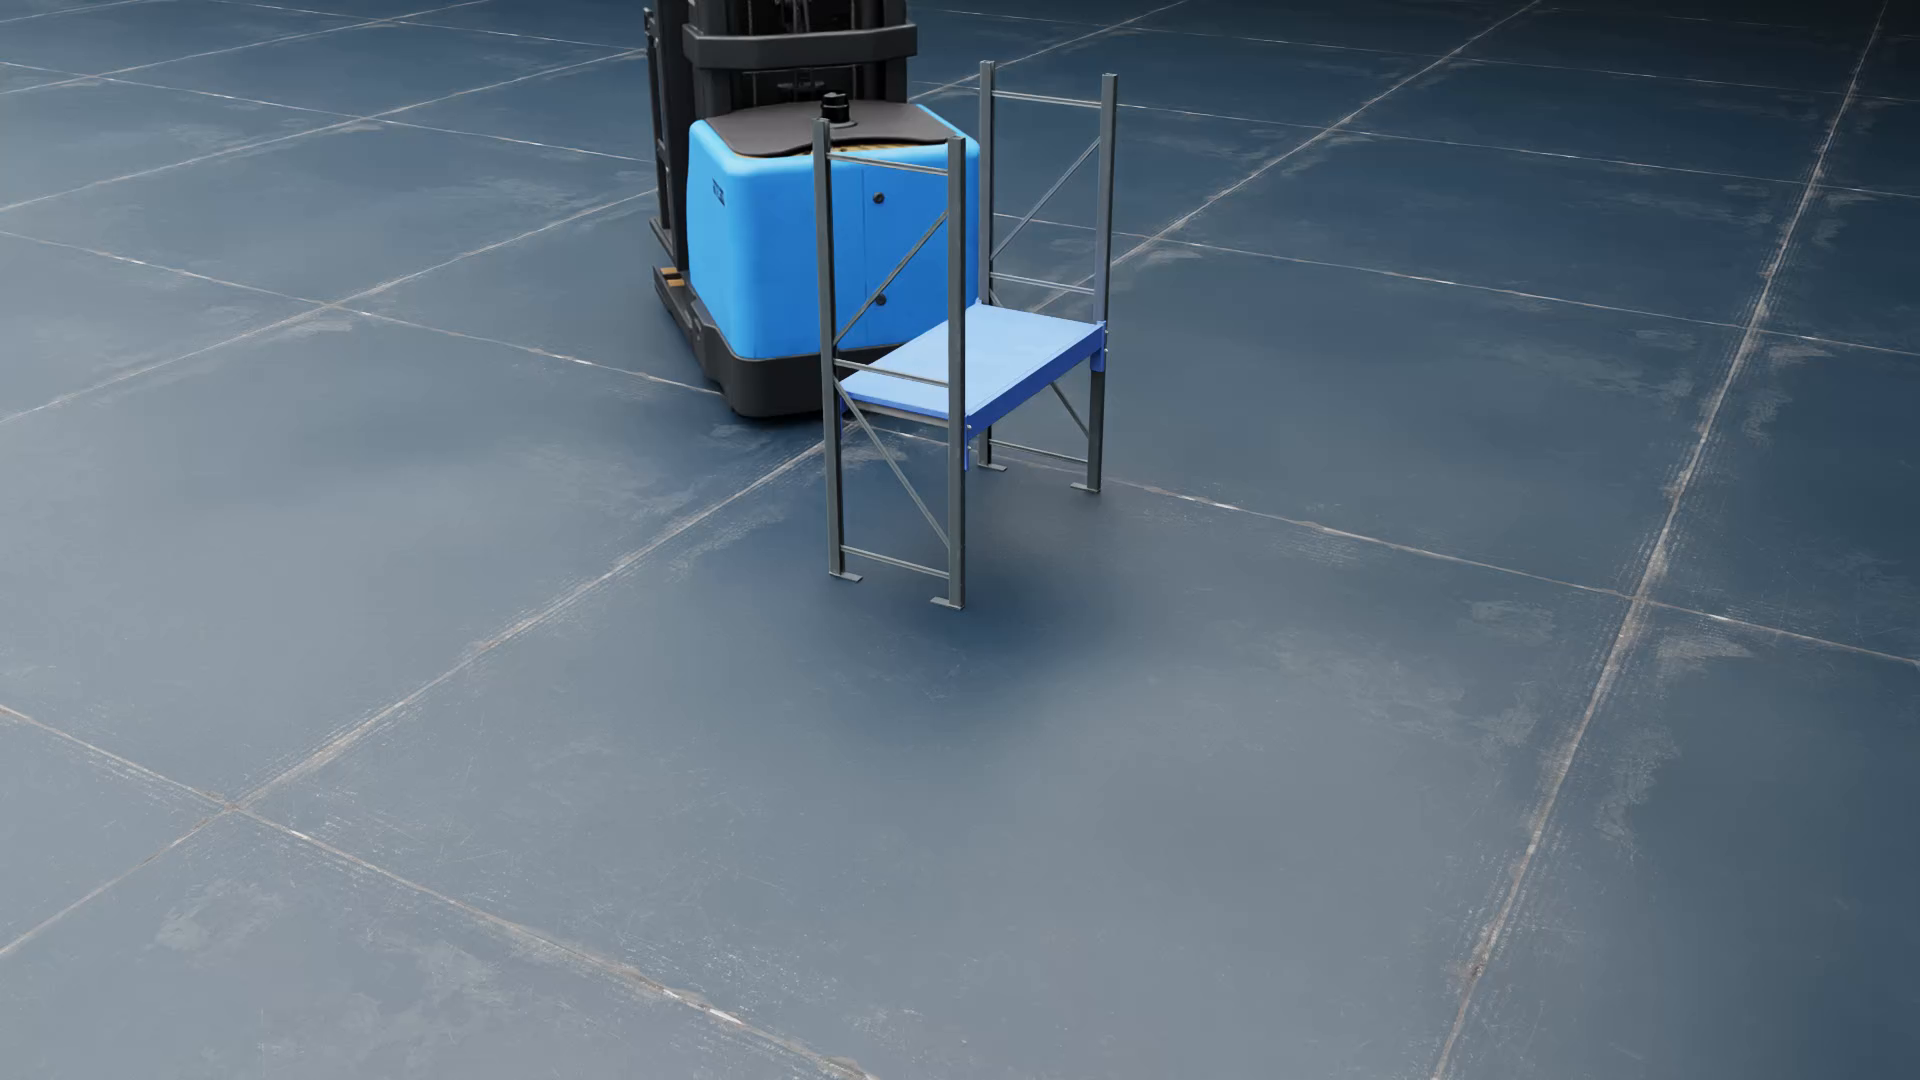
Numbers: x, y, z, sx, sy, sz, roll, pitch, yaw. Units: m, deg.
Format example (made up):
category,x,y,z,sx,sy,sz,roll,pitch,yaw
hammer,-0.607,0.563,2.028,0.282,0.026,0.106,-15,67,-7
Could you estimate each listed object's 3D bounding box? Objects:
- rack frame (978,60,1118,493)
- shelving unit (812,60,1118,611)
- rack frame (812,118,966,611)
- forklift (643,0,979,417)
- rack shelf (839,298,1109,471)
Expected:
category,x,y,z,sx,sy,sz,roll,pitch,yaw
rack frame,0.292,-0.902,5.876,0.500,1.500,0.032,14,30,26
shelving unit,0.042,-0.704,5.481,0.538,1.500,1.048,14,30,26
rack frame,-0.208,-0.506,5.085,0.500,1.500,0.032,14,30,26
forklift,-0.847,-2.433,7.337,1.130,2.935,3.031,-9,28,-17
rack shelf,0.042,-0.543,5.561,0.538,0.185,1.000,14,30,26
